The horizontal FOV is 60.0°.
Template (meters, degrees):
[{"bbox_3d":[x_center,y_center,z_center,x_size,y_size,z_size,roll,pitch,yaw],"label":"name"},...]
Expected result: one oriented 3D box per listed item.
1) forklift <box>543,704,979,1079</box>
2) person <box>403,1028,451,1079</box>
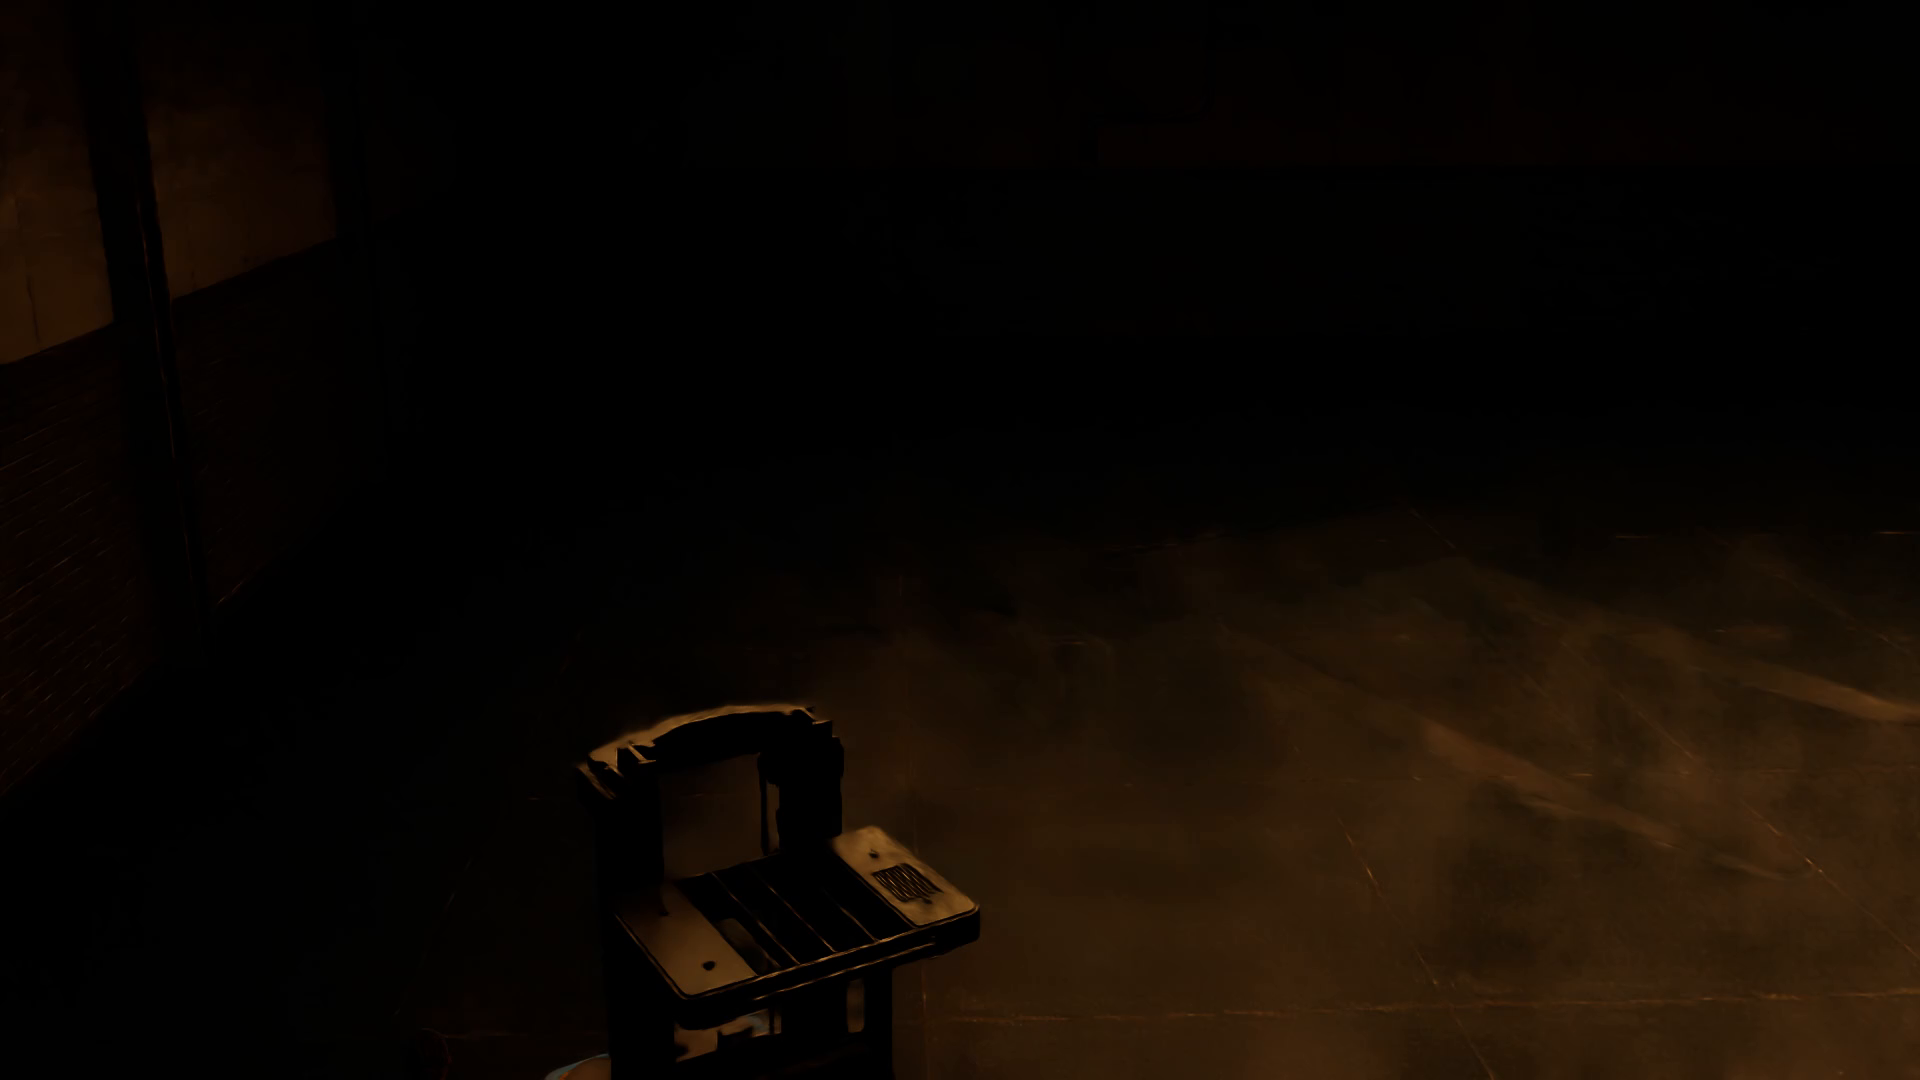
[{"bbox_3d":[0.449,-1.231,2.933,1.130,2.935,3.031,-10,20,-30],"label":"forklift"},{"bbox_3d":[-1.025,-0.736,3.584,0.715,1.610,0.377,0,17,1],"label":"person"}]
